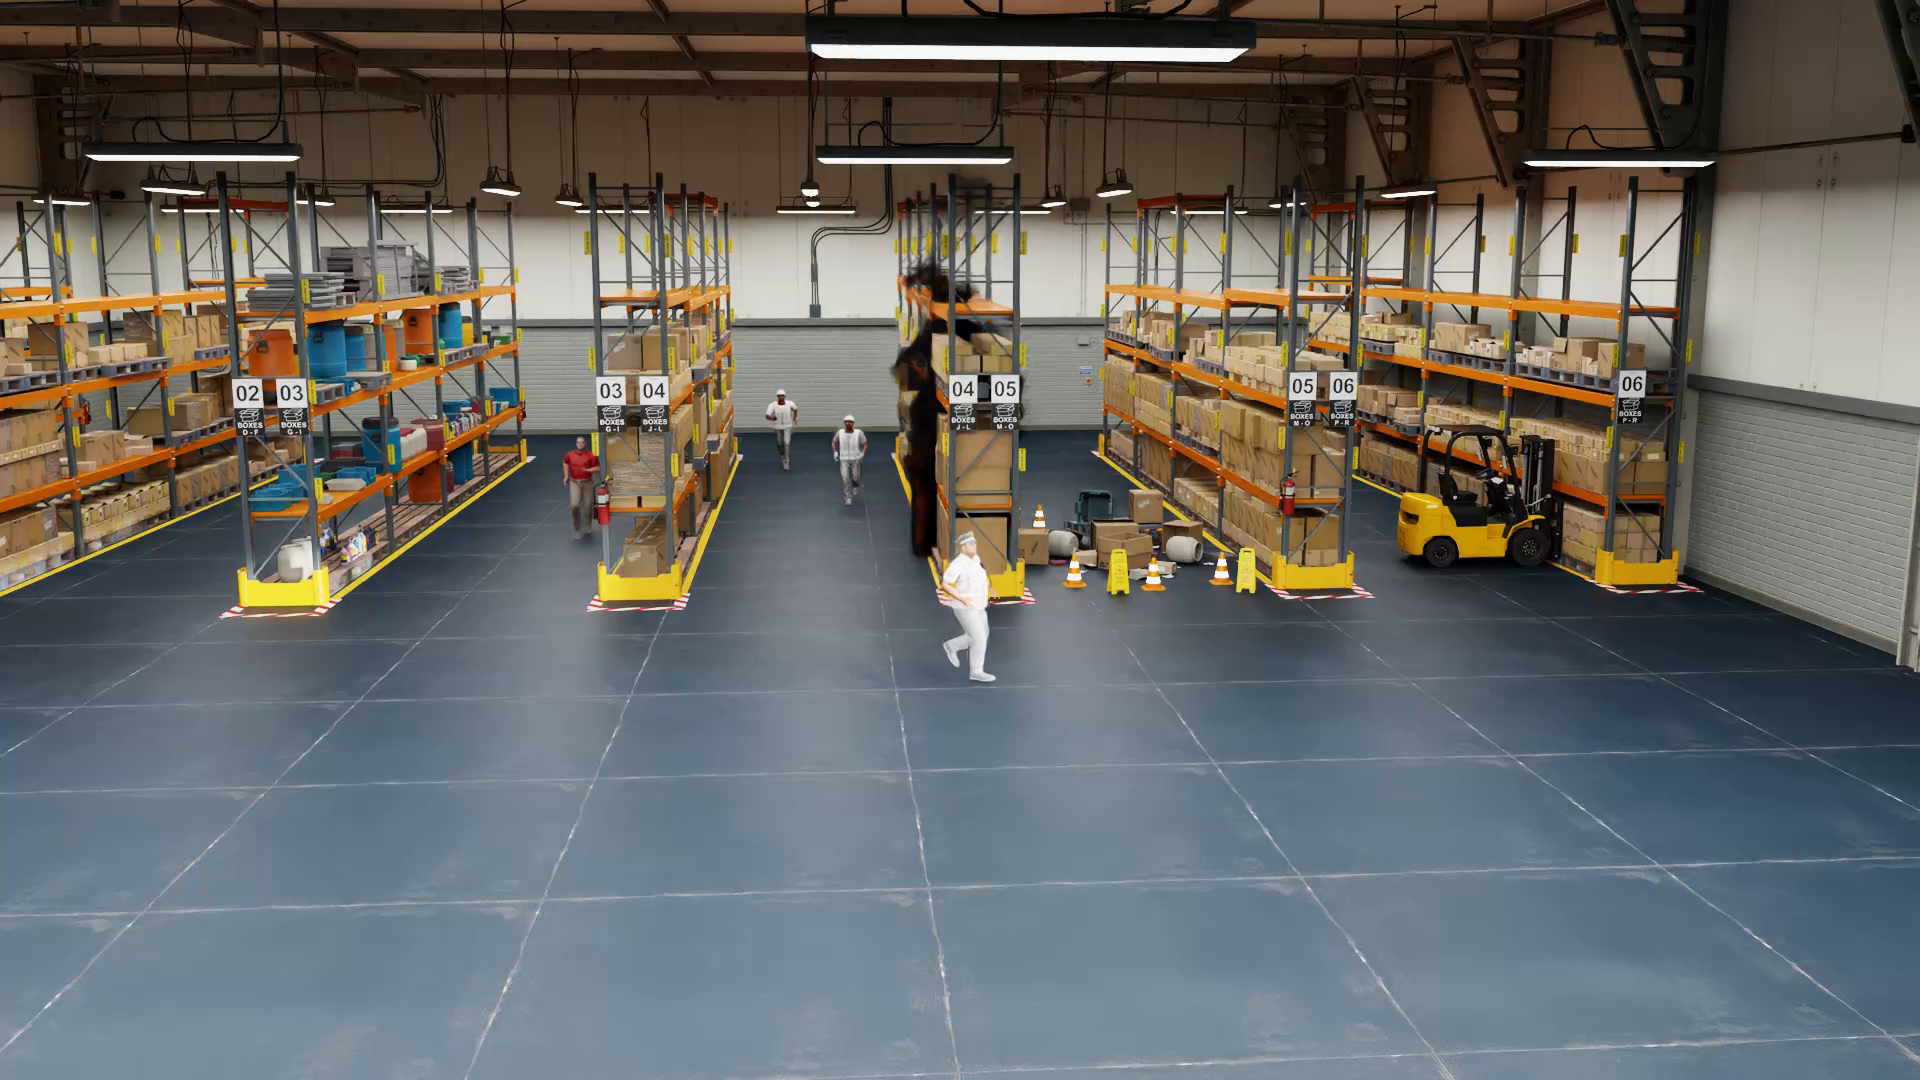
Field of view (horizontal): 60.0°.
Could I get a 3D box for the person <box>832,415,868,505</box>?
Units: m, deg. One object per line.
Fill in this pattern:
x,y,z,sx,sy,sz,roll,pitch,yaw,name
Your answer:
-2.160,-1.576,32.588,0.720,1.748,0.812,0,10,0,person

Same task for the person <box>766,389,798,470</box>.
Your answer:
-4.055,-2.538,37.821,0.696,1.778,0.951,0,10,-2,person

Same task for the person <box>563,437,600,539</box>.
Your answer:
-6.577,-0.902,28.925,0.631,1.798,0.768,-2,10,-11,person

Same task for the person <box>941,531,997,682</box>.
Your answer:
0.082,0.755,19.399,0.780,1.740,0.671,6,12,31,person
